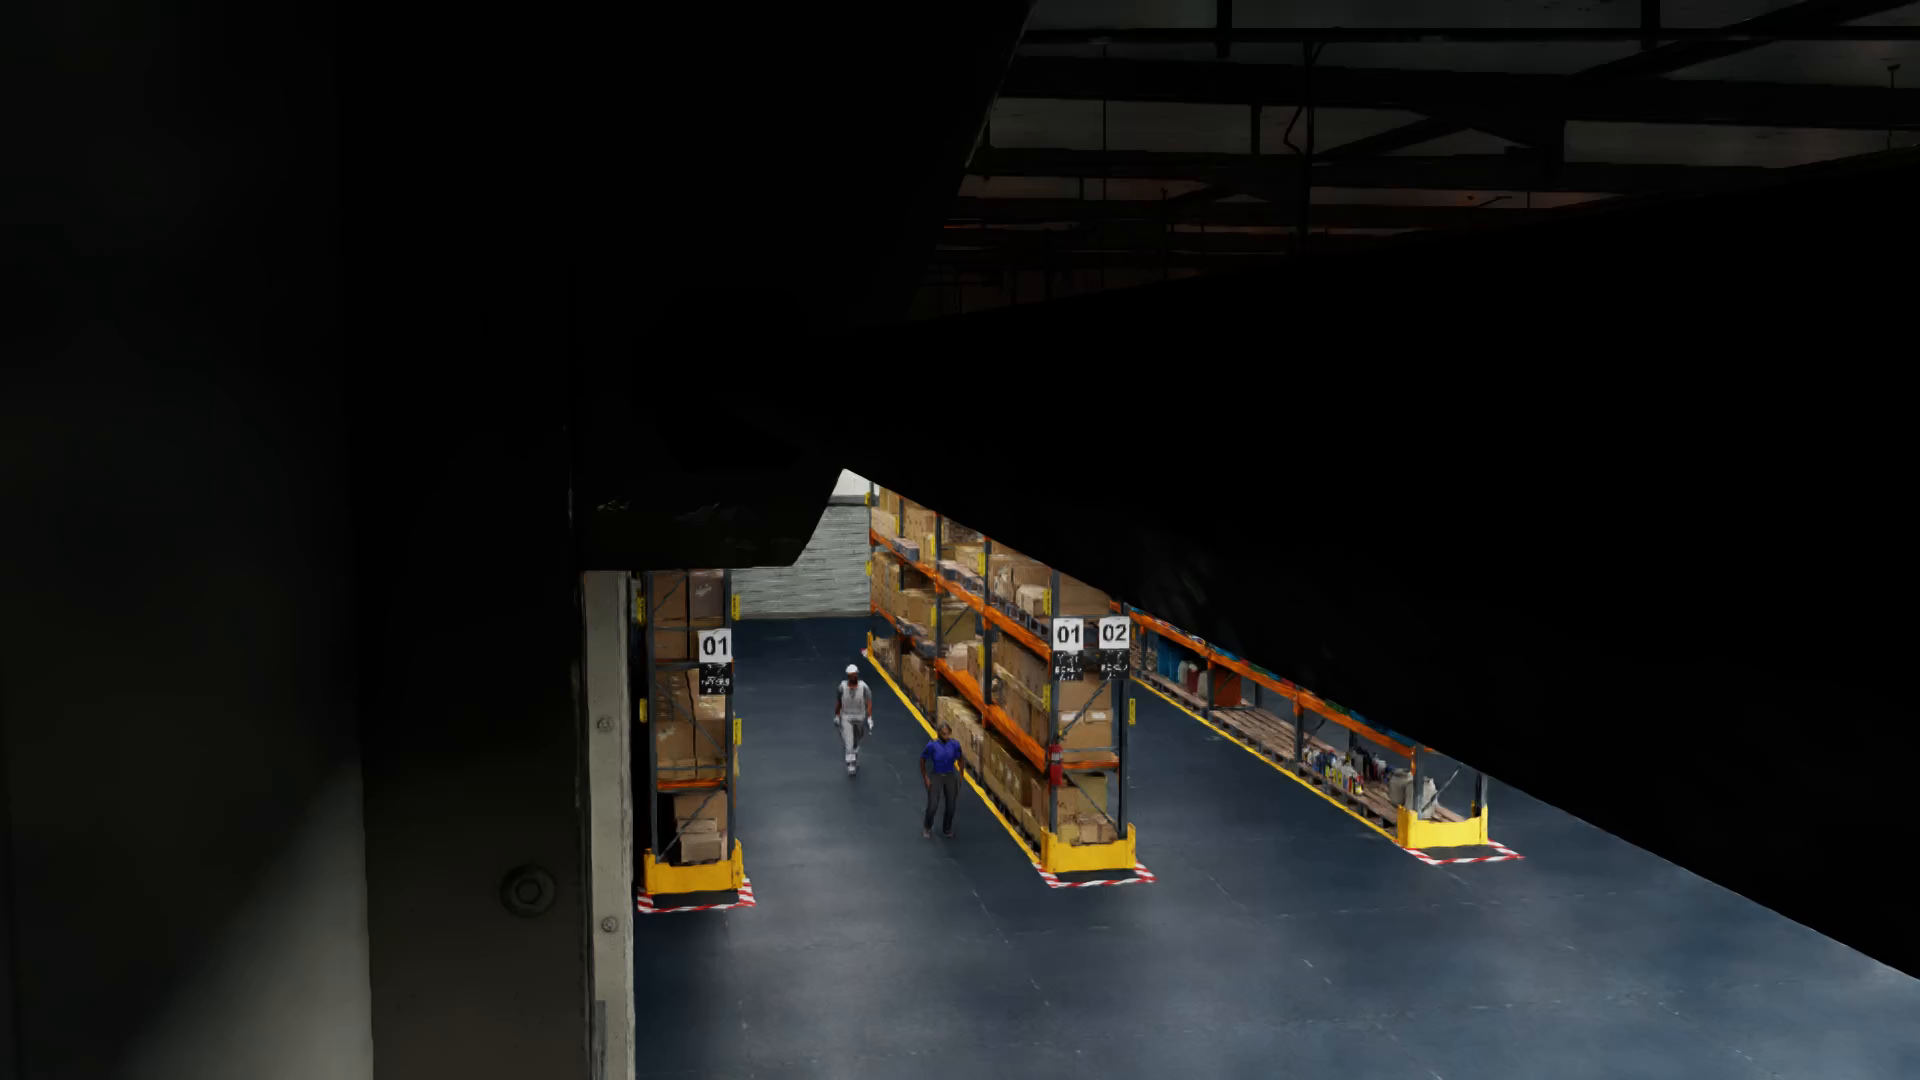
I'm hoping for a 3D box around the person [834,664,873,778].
[{"bbox_3d":[-1.645,2.775,25.816,0.567,1.734,1.044,-1,6,-12],"label":"person"}]

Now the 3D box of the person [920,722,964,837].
[{"bbox_3d":[-0.243,3.212,22.338,0.592,1.604,0.513,-1,6,-13],"label":"person"}]
